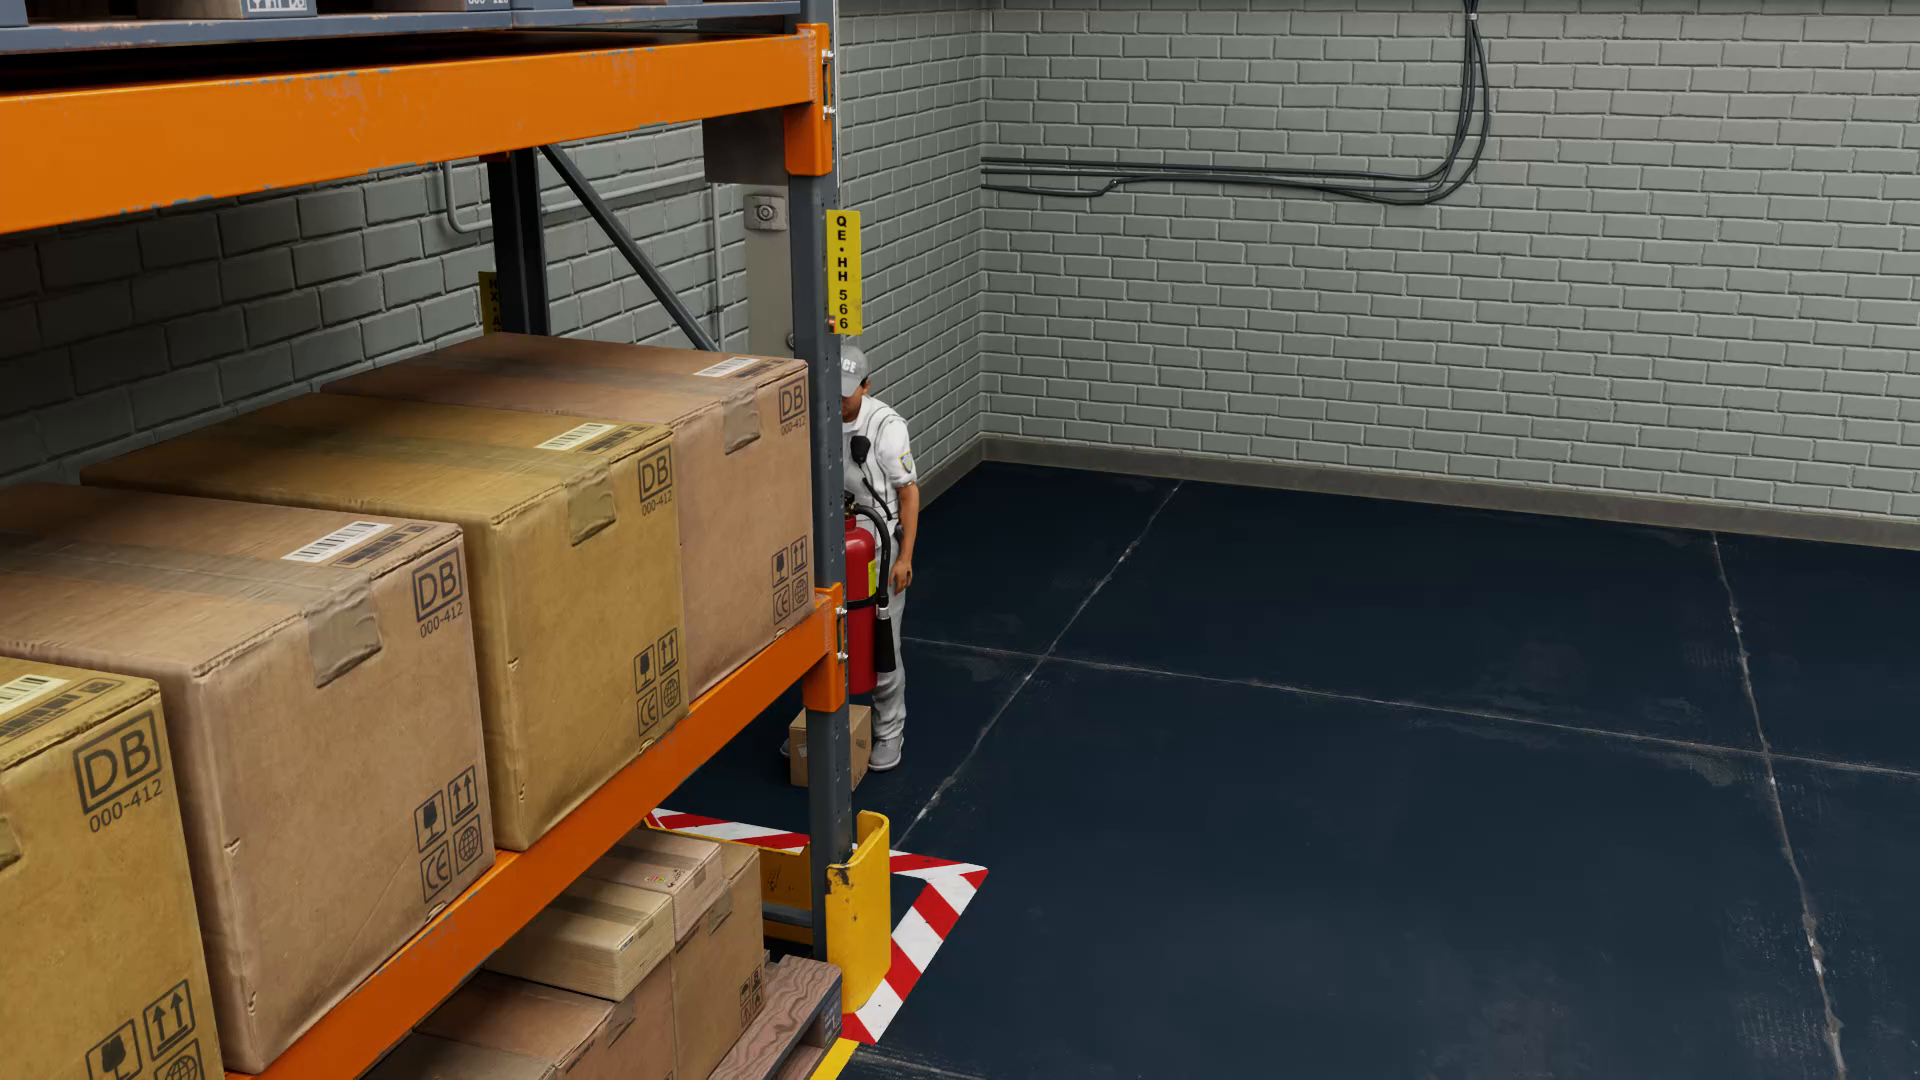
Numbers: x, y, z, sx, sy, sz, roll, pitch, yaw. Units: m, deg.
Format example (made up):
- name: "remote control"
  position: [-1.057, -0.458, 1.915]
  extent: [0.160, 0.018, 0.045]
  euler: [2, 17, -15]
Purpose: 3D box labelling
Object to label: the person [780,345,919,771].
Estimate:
- name: "person"
  position: [-0.427, 0.055, 6.390]
  extent: [0.537, 1.665, 0.468]
  euler: [6, 20, 18]
